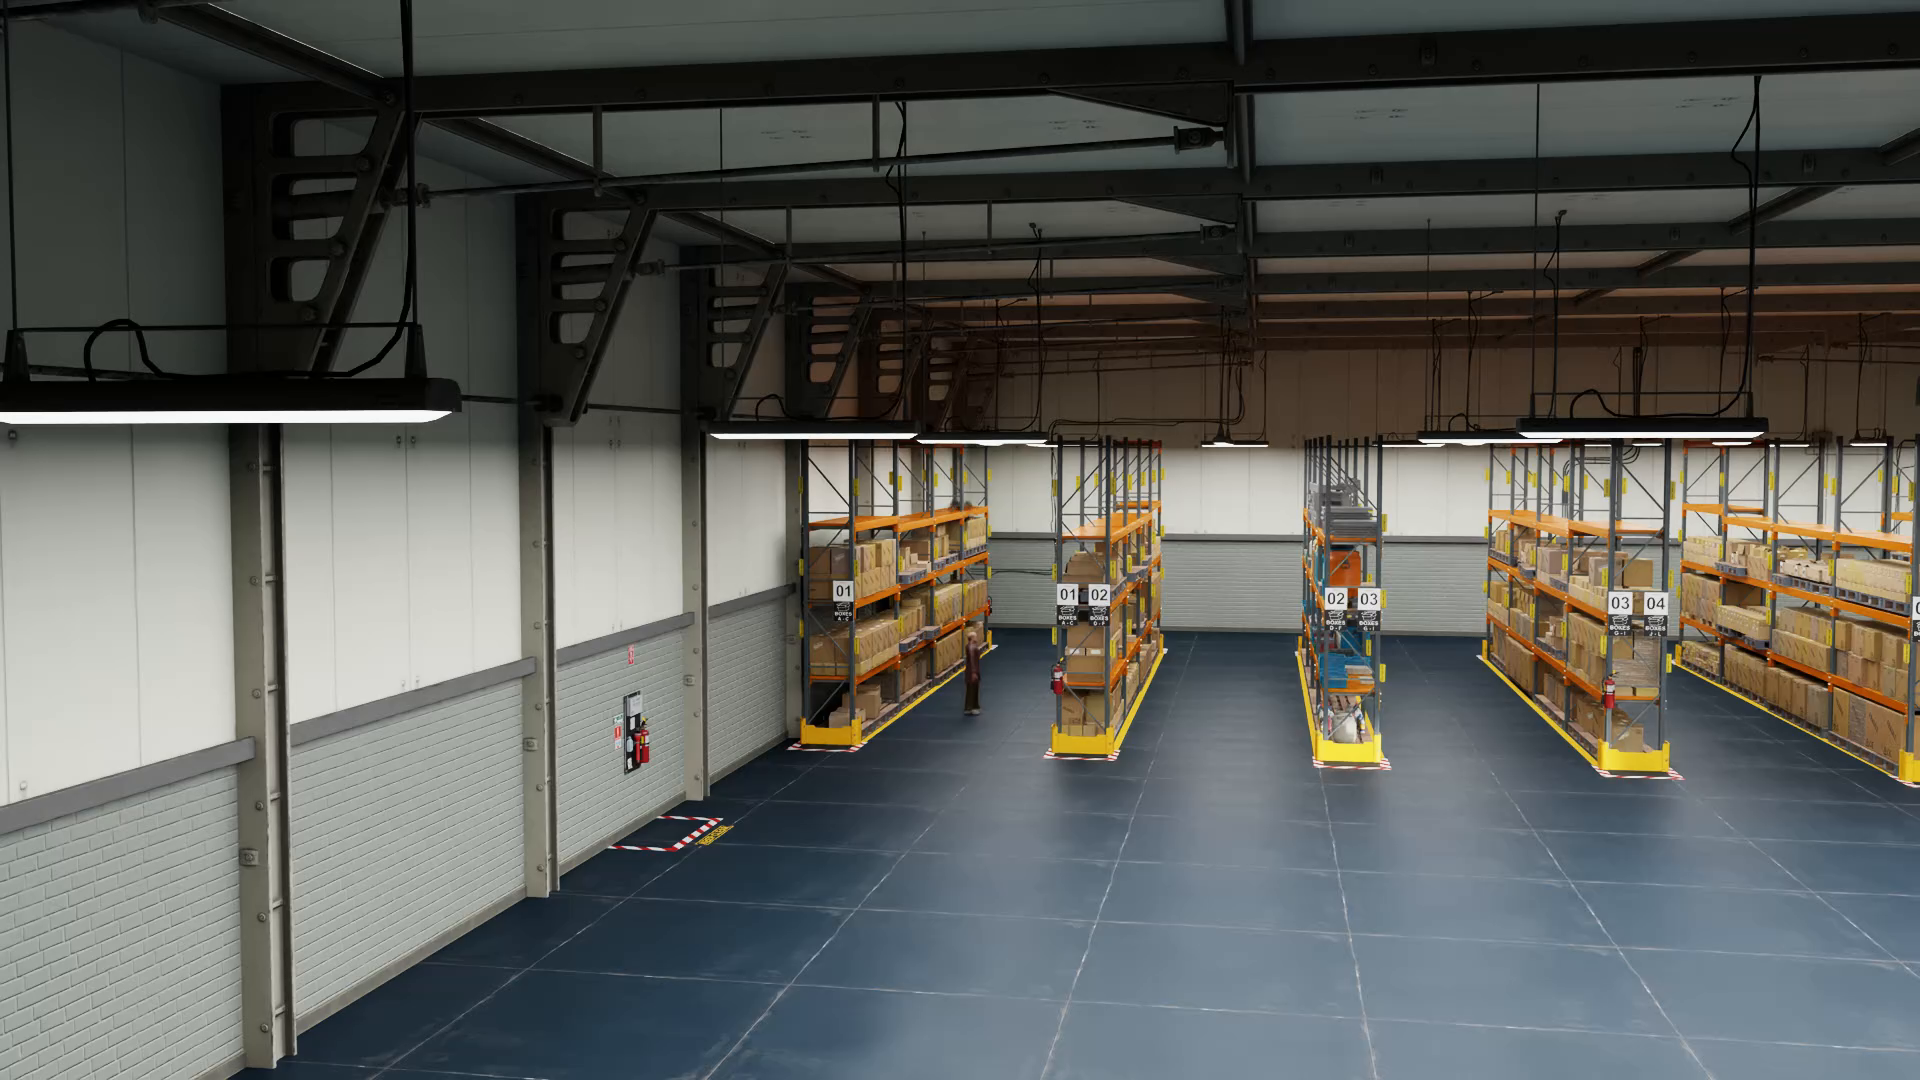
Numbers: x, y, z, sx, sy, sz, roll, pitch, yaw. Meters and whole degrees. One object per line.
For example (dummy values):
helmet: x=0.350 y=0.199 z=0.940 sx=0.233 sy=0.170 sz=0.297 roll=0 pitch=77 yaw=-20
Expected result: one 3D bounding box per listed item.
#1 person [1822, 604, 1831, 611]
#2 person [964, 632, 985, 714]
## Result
person: x=23.119 y=2.497 z=44.440 sx=0.407 sy=1.667 sz=0.491 roll=3 pitch=4 yaw=41
person: x=0.331 y=2.902 z=36.050 sx=0.480 sy=1.818 sz=0.651 roll=0 pitch=3 yaw=-3
